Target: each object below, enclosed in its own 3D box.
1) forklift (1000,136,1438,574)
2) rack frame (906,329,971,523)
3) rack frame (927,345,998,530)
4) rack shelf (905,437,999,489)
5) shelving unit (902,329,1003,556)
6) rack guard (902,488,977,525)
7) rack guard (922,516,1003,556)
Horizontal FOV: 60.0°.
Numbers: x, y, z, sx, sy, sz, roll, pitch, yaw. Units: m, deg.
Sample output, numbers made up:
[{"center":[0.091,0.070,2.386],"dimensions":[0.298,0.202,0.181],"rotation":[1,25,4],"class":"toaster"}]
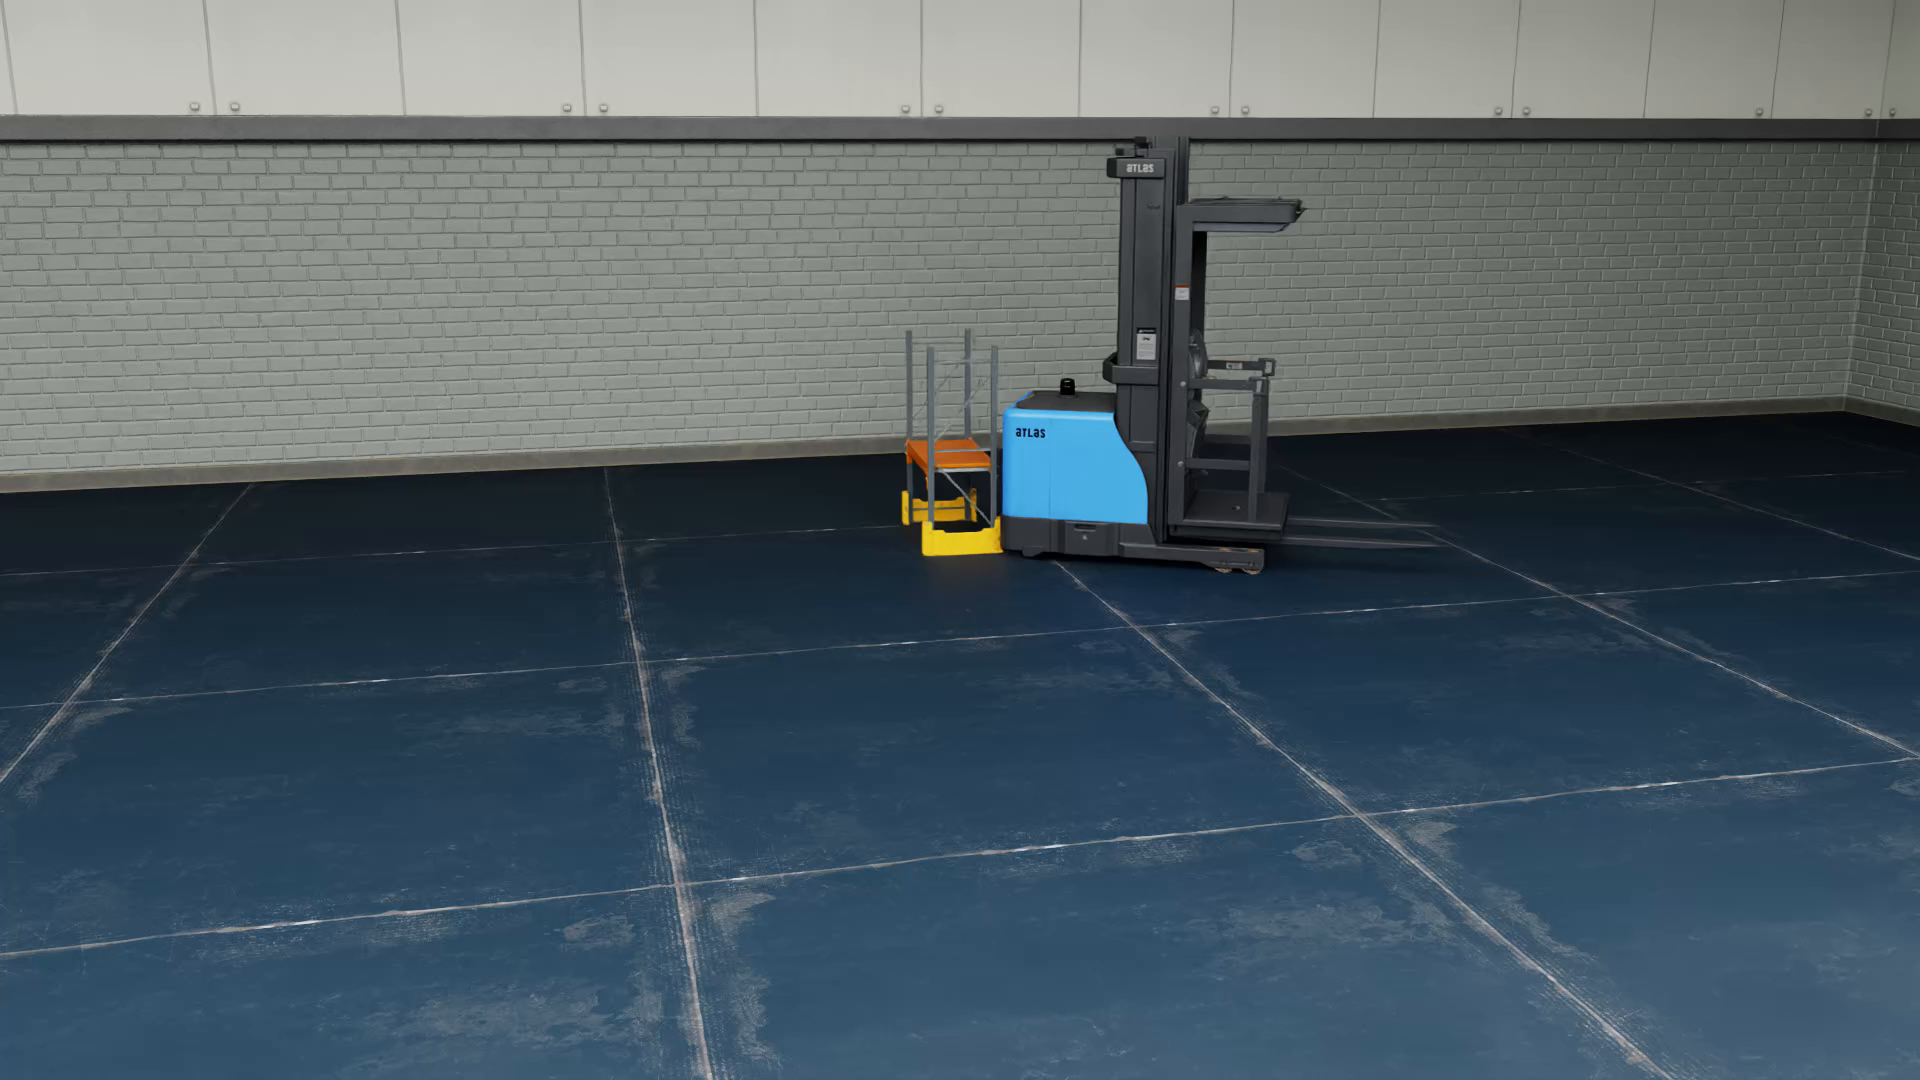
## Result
[{"center":[1.861,-1.327,11.683],"dimensions":[3.031,2.935,1.130],"rotation":[3,14,13],"class":"forklift"},{"center":[-0.162,-0.874,12.843],"dimensions":[0.500,1.500,0.032],"rotation":[-2,14,-10],"class":"rack frame"},{"center":[0.017,-0.636,11.871],"dimensions":[0.500,1.500,0.032],"rotation":[-2,14,-10],"class":"rack frame"},{"center":[-0.073,-0.580,12.400],"dimensions":[0.538,0.185,1.000],"rotation":[-2,14,-10],"class":"rack shelf"},{"center":[-0.071,-0.753,12.348],"dimensions":[0.587,1.500,1.083],"rotation":[-2,14,-10],"class":"shelving unit"},{"center":[-0.159,-0.262,12.973],"dimensions":[0.587,0.250,0.087],"rotation":[-2,14,-10],"class":"rack guard"},{"center":[0.017,-0.029,12.020],"dimensions":[0.587,0.250,0.087],"rotation":[-2,14,-10],"class":"rack guard"}]
